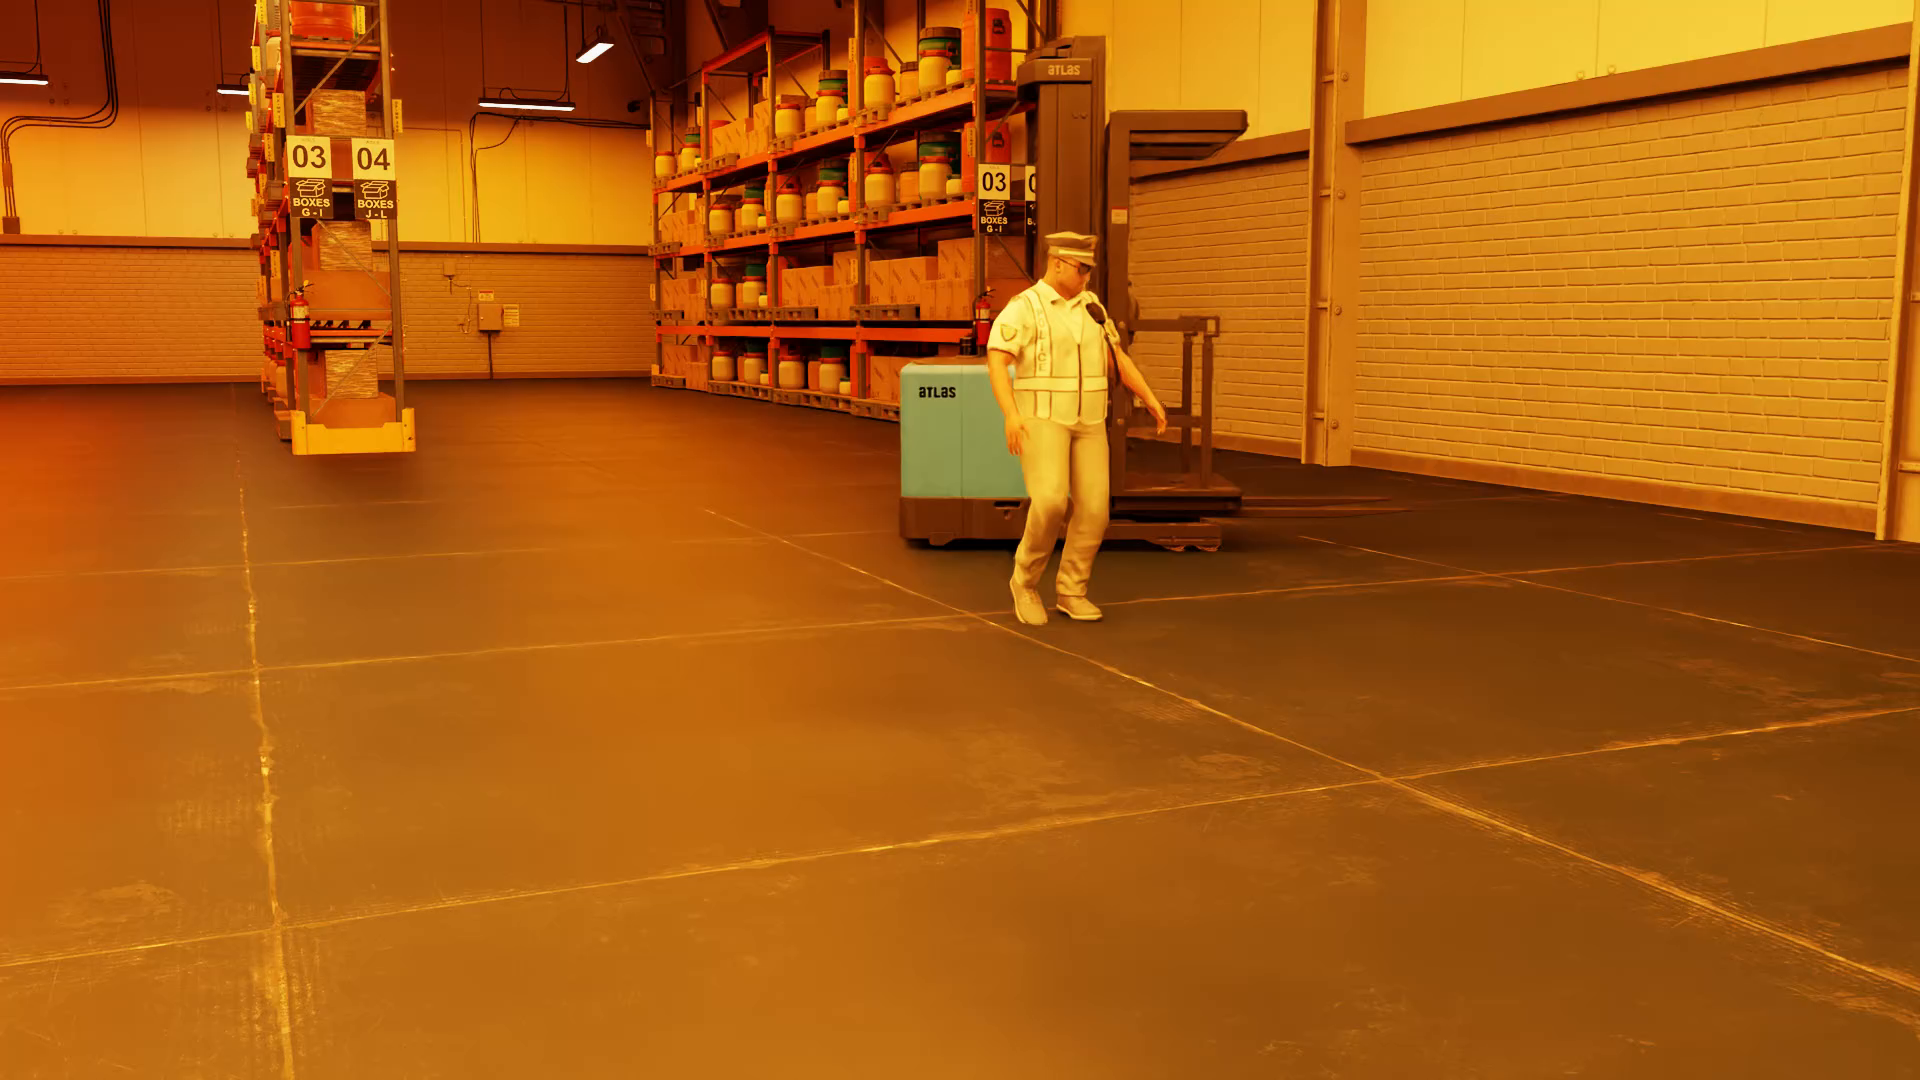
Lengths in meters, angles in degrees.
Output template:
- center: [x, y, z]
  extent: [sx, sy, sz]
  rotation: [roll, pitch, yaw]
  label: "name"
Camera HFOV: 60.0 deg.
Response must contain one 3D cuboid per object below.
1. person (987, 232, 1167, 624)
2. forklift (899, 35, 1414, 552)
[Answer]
- center: [0.518, -0.487, 7.427]
  extent: [0.823, 1.756, 0.491]
  rotation: [-3, 8, -23]
  label: "person"
- center: [1.164, -1.455, 9.976]
  extent: [3.031, 2.935, 1.130]
  rotation: [0, 8, 1]
  label: "forklift"
